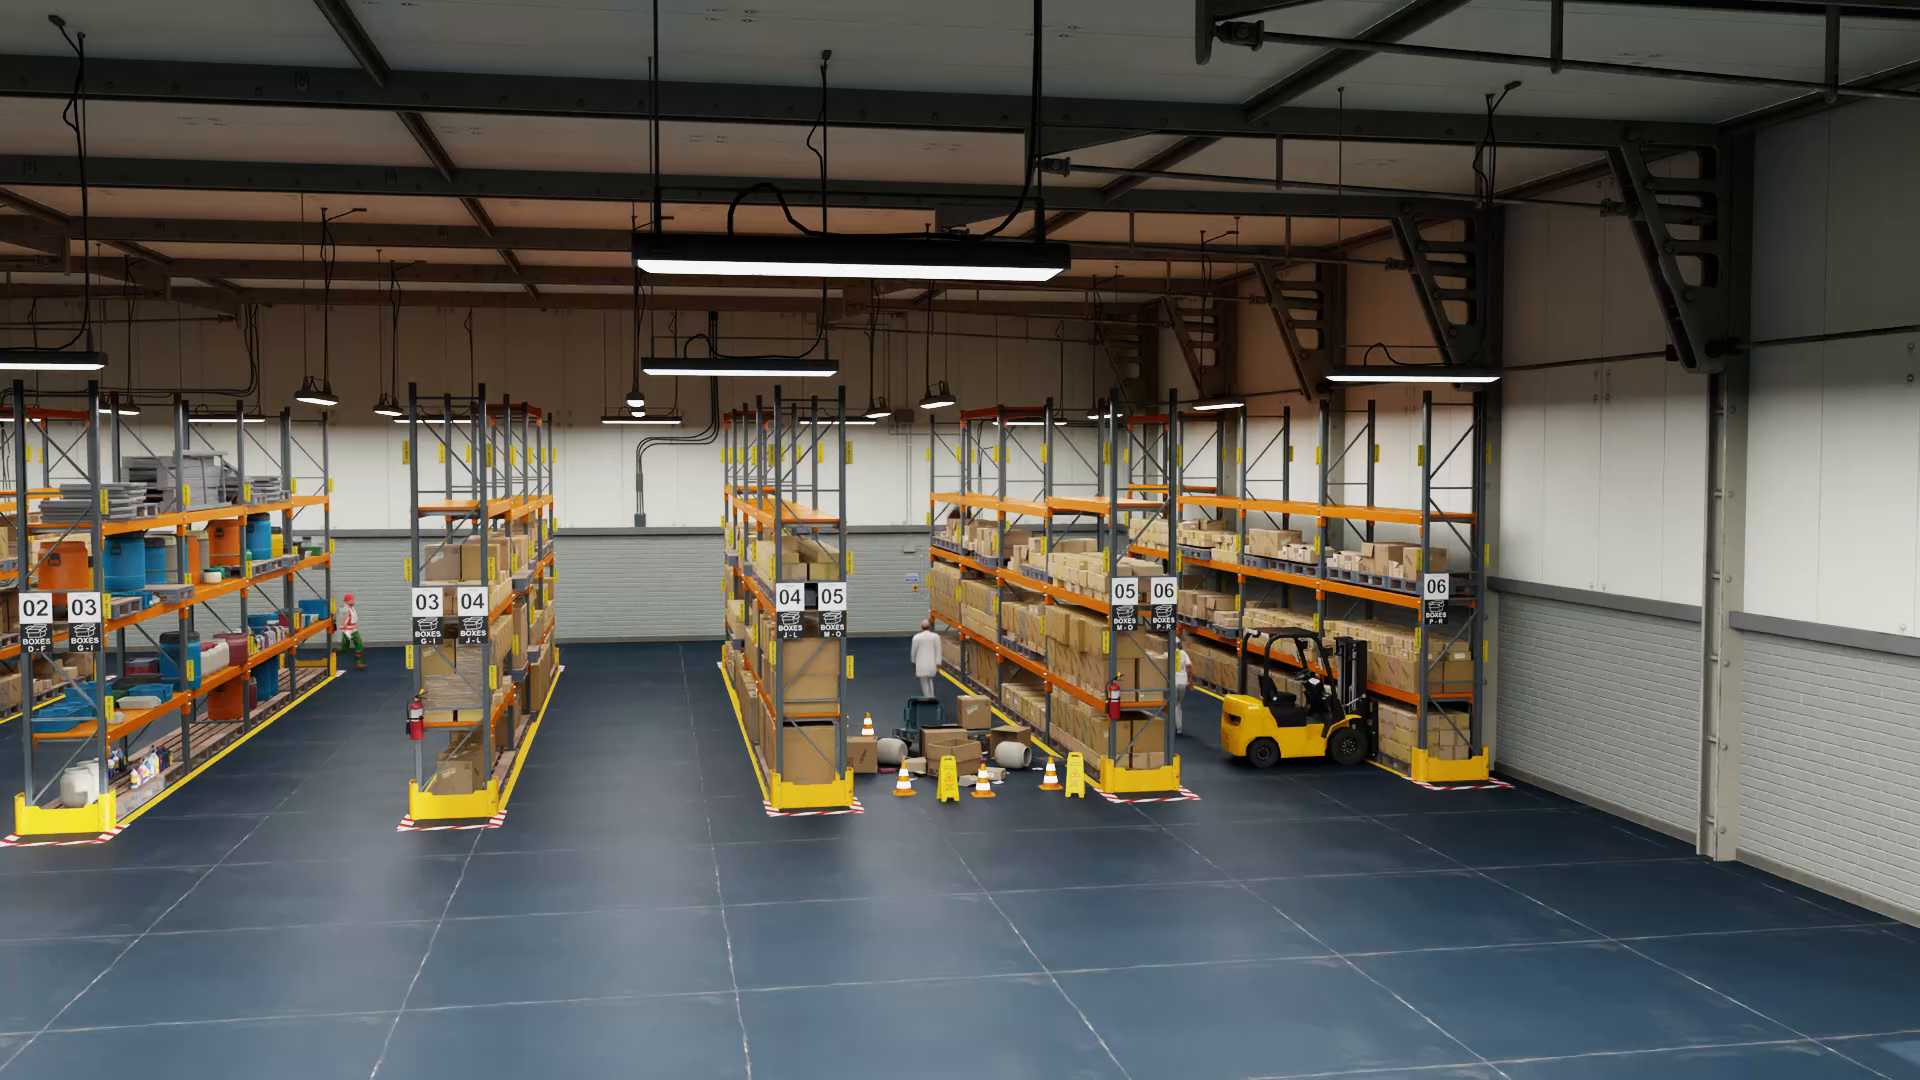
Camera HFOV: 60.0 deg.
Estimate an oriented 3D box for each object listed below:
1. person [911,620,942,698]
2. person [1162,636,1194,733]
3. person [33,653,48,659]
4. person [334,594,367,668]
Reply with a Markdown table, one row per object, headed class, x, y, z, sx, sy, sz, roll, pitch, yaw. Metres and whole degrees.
| class | x | y | z | sx | sy | sz | roll | pitch | yaw |
| --- | --- | --- | --- | --- | --- | --- | --- | --- | --- |
| person | -0.677 | 2.566 | 32.613 | 0.560 | 1.612 | 0.636 | -1 | 3 | -24 |
| person | 3.895 | 2.641 | 30.153 | 0.650 | 1.807 | 0.745 | -1 | 3 | -13 |
| person | -21.068 | 2.214 | 37.878 | 0.449 | 1.735 | 0.546 | 0 | 3 | -3 |
| person | -14.405 | 2.143 | 39.081 | 0.918 | 1.747 | 0.565 | 1 | 3 | 14 |
